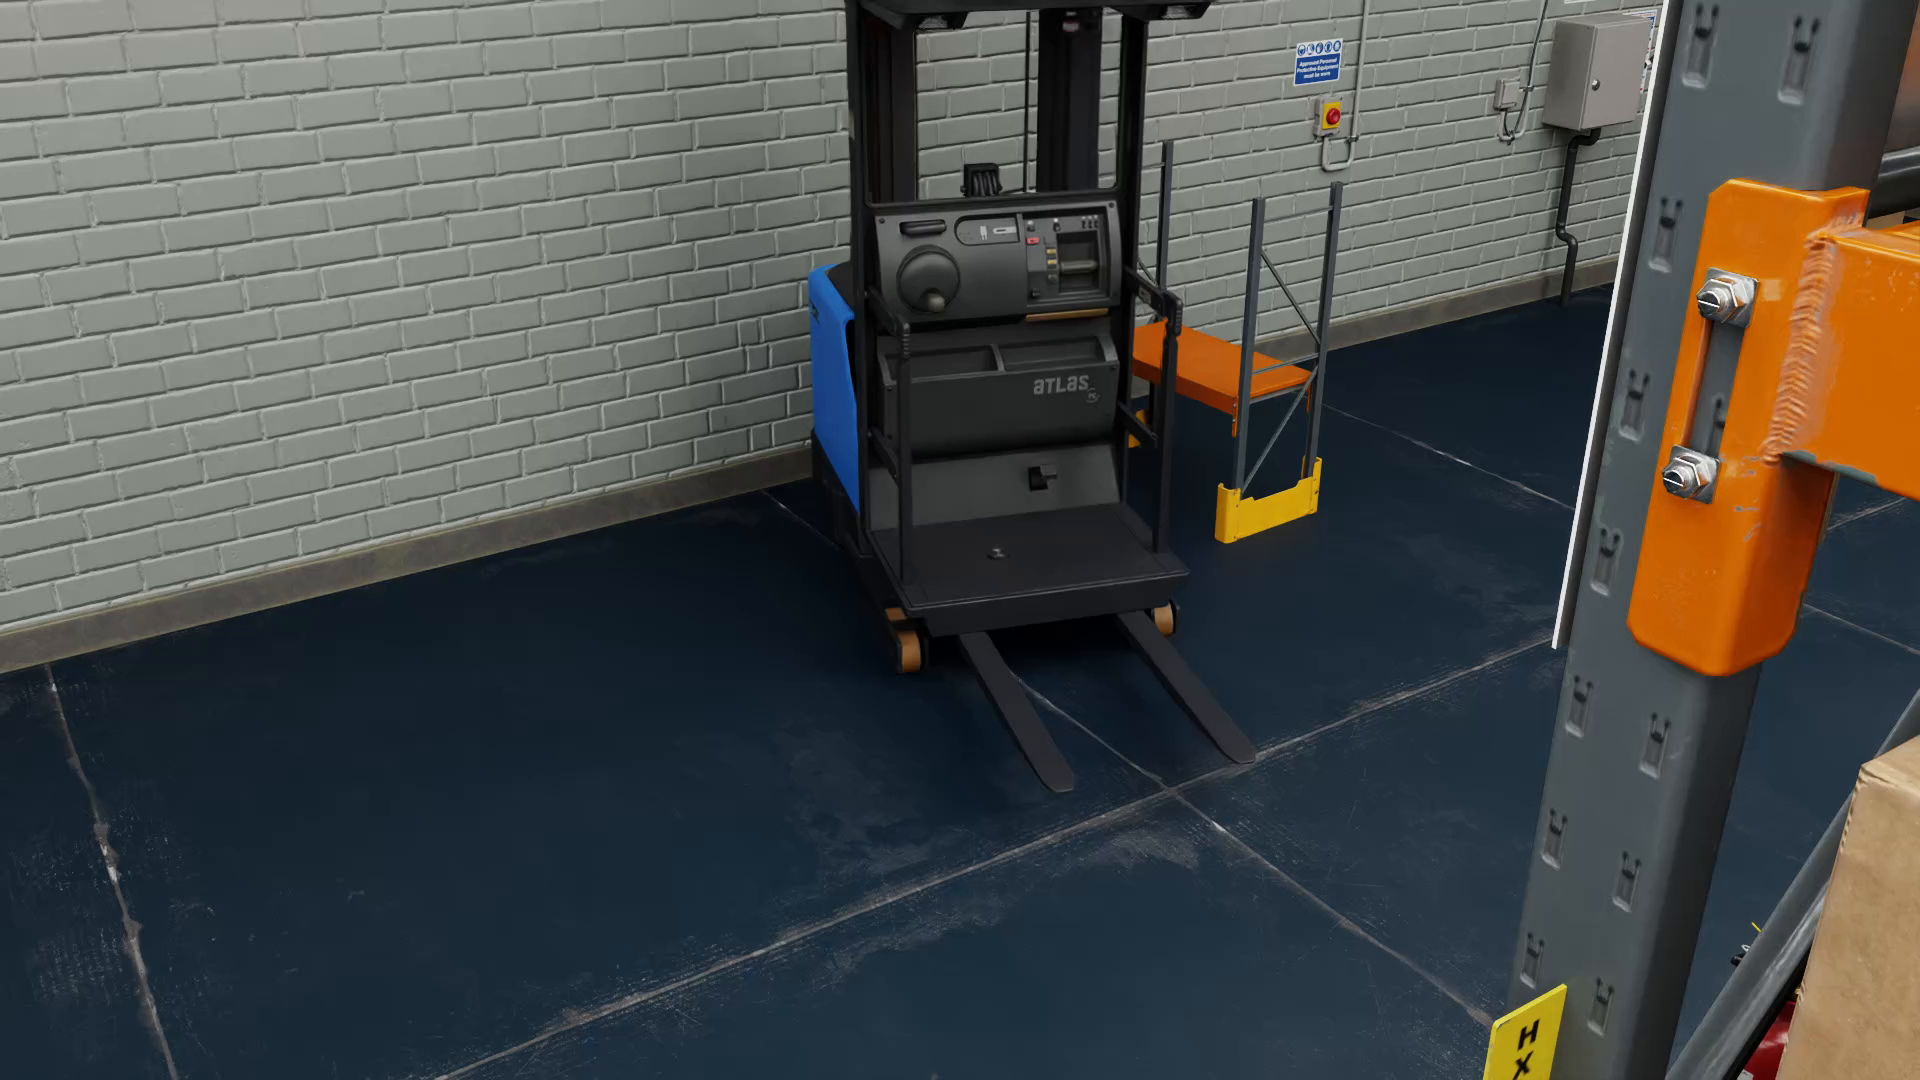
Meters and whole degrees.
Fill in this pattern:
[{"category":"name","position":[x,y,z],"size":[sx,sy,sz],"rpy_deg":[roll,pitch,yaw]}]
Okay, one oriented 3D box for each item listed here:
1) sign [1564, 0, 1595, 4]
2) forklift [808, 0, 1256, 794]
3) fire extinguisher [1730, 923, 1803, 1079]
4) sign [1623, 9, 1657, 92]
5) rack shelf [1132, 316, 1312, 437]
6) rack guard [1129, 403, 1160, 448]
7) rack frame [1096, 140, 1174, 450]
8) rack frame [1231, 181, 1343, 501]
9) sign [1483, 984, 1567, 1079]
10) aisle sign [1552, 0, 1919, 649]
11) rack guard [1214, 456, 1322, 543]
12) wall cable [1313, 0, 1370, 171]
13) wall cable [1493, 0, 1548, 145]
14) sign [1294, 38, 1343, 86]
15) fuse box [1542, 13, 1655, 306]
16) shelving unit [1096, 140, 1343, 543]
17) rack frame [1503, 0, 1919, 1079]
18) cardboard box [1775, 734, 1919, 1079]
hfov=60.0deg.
[{"category":"sign","position":[3.637,-3.251,9.656],"size":[0.339,0.242,0.001],"rpy_deg":[-16,29,-30]},{"category":"forklift","position":[0.208,-1.011,5.959],"size":[1.130,2.935,3.031],"rpy_deg":[-7,26,-14]},{"category":"fire extinguisher","position":[1.212,0.828,2.510],"size":[0.296,0.674,0.183],"rpy_deg":[-16,29,-30]},{"category":"sign","position":[4.097,-2.963,10.123],"size":[0.329,0.494,0.001],"rpy_deg":[-16,29,-30]},{"category":"rack shelf","position":[1.072,-0.754,7.511],"size":[0.538,0.185,1.000],"rpy_deg":[-18,30,-33]},{"category":"rack guard","position":[0.770,-0.525,8.070],"size":[0.587,0.250,0.087],"rpy_deg":[-18,30,-33]},{"category":"rack frame","position":[0.769,-1.091,7.804],"size":[0.500,1.500,0.032],"rpy_deg":[-18,30,-33]},{"category":"rack frame","position":[1.375,-0.742,7.066],"size":[0.500,1.500,0.032],"rpy_deg":[-18,30,-33]},{"category":"sign","position":[0.508,0.557,1.542],"size":[0.100,0.325,0.005],"rpy_deg":[-16,29,-30]},{"category":"aisle sign","position":[0.671,-0.310,1.347],"size":[0.394,0.787,0.004],"rpy_deg":[-16,29,-30]},{"category":"rack guard","position":[1.364,-0.184,7.346],"size":[0.587,0.250,0.087],"rpy_deg":[-18,30,-33]},{"category":"wall cable","position":[1.957,-2.853,8.552],"size":[0.585,1.953,0.123],"rpy_deg":[-16,29,-30]},{"category":"wall cable","position":[3.139,-3.173,9.268],"size":[0.588,1.984,0.122],"rpy_deg":[-16,29,-30]},{"category":"sign","position":[1.883,-2.512,8.741],"size":[0.327,0.218,0.001],"rpy_deg":[-16,29,-30]},{"category":"fuse box","position":[3.797,-2.234,9.977],"size":[0.539,1.711,0.414],"rpy_deg":[-16,29,-30]},{"category":"shelving unit","position":[1.067,-0.920,7.441],"size":[0.587,1.500,1.083],"rpy_deg":[-18,30,-33]},{"category":"rack frame","position":[0.960,0.823,1.993],"size":[0.949,2.616,0.053],"rpy_deg":[-16,29,-30]},{"category":"cardboard box","position":[0.985,0.413,1.225],"size":[0.500,0.500,0.500],"rpy_deg":[-16,29,-30]}]
